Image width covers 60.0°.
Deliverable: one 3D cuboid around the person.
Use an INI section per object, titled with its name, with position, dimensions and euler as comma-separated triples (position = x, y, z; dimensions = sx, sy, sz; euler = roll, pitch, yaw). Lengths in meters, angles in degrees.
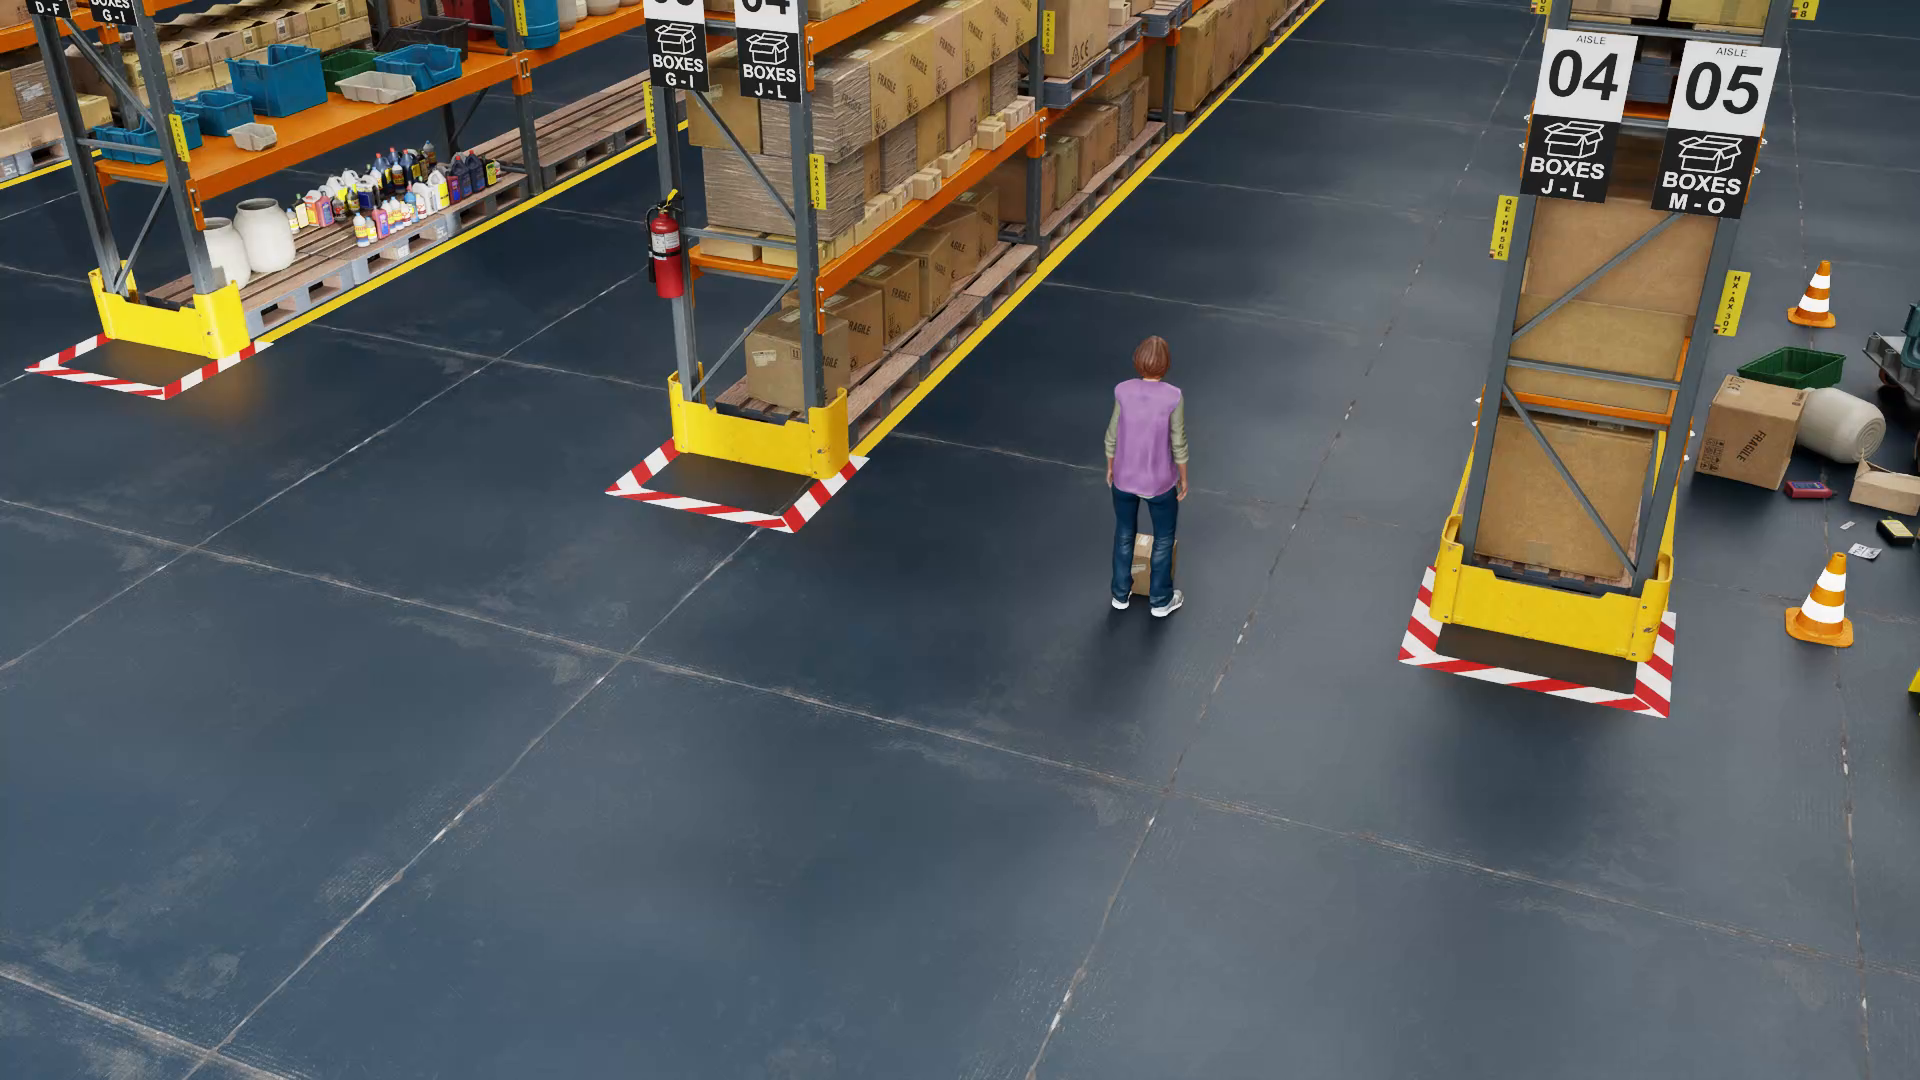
[person]
position = 1.001, -0.325, 8.958
dimensions = 0.463, 1.592, 0.345
euler = 12, 32, 19
